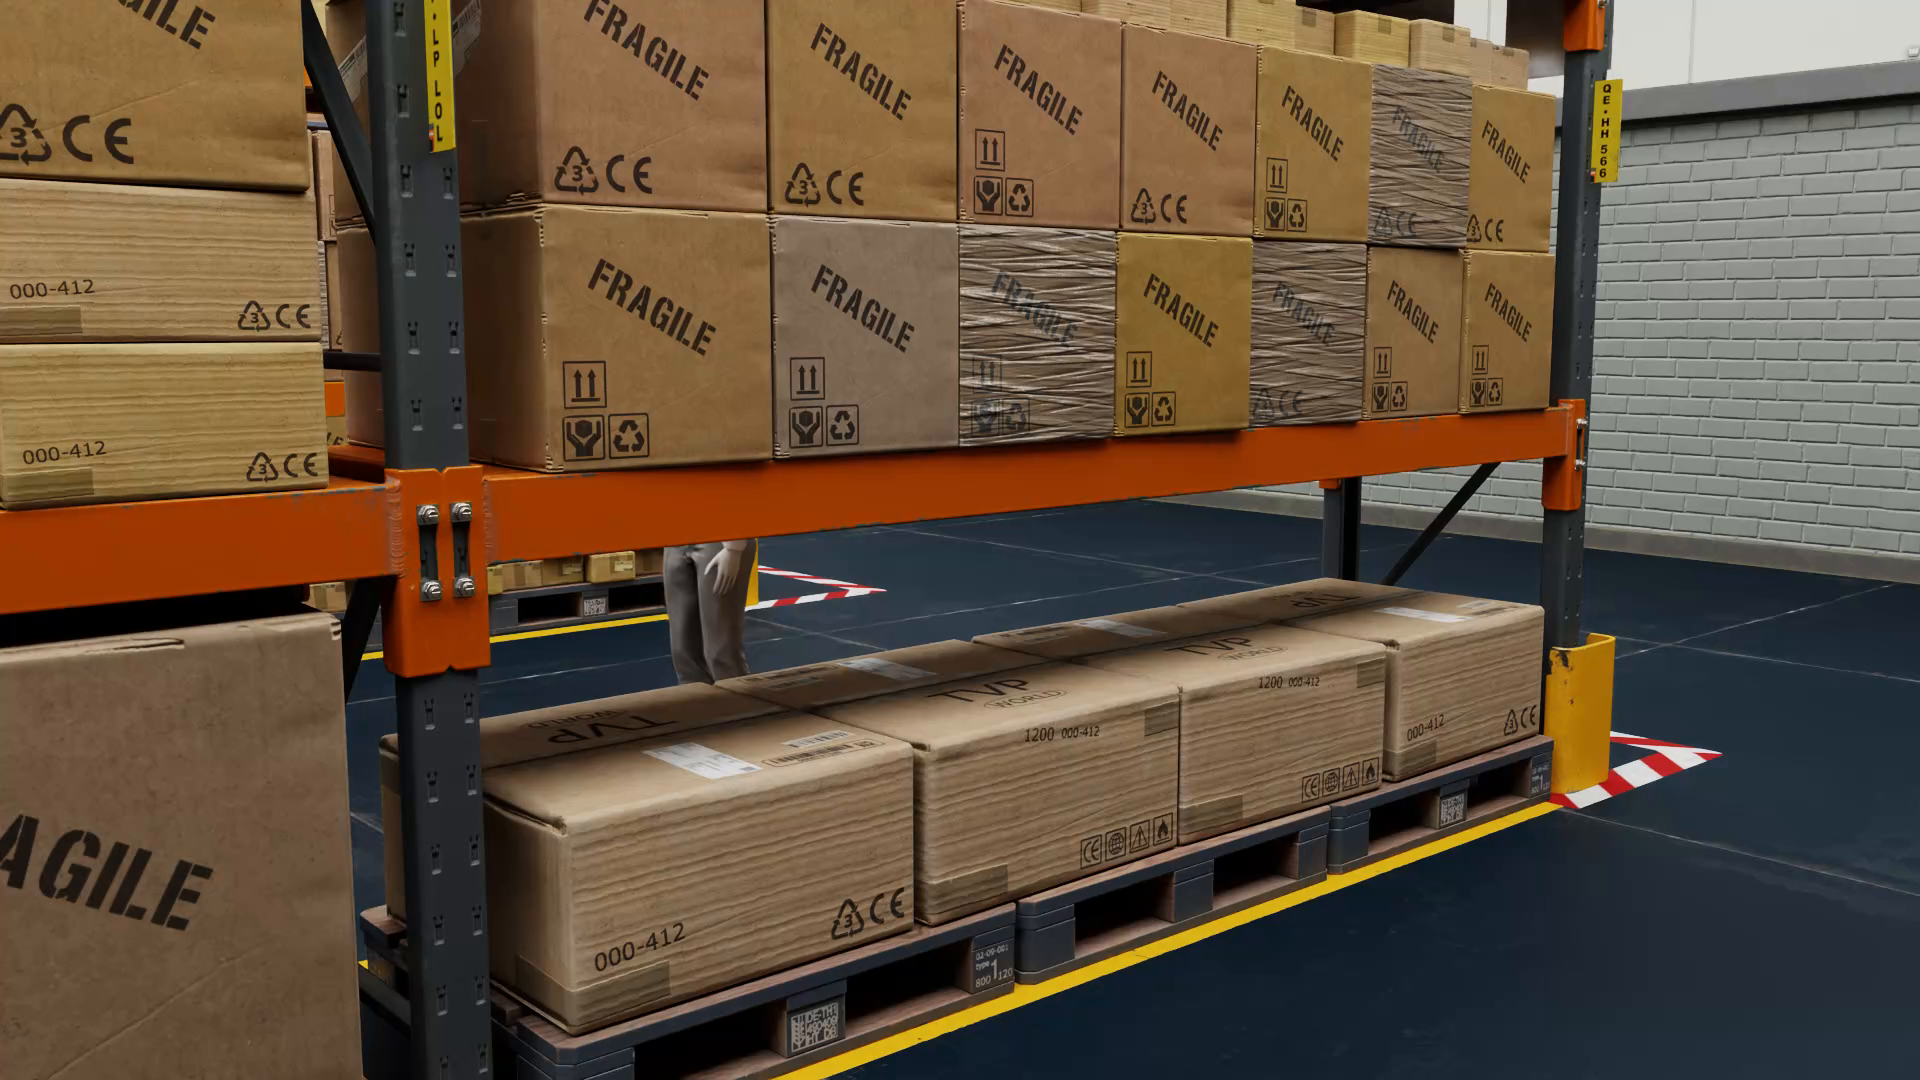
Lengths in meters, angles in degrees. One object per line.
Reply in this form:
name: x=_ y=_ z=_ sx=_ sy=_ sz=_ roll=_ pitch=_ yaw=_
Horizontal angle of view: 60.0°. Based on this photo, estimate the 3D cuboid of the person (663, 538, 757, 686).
person: x=-0.855 y=0.022 z=5.637 sx=0.329 sy=1.663 sz=0.468 roll=-6 pitch=10 yaw=-40
